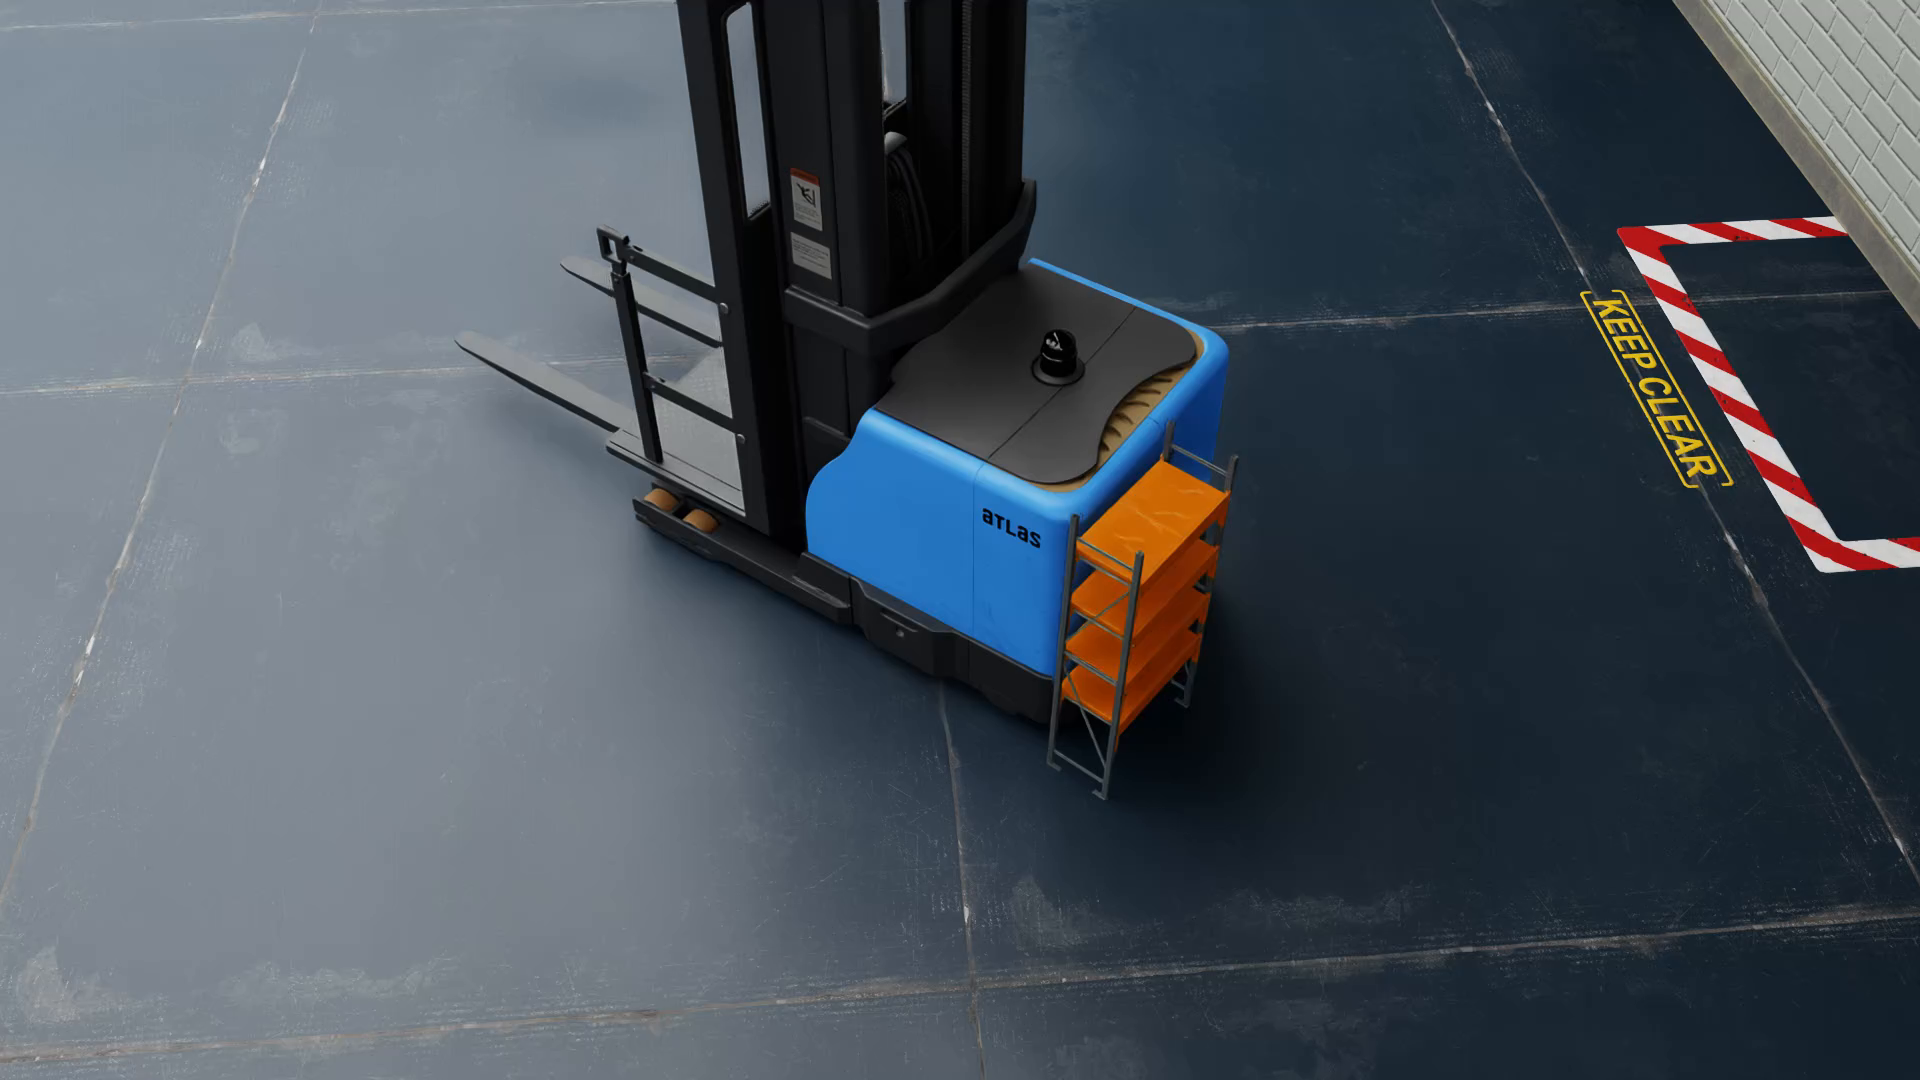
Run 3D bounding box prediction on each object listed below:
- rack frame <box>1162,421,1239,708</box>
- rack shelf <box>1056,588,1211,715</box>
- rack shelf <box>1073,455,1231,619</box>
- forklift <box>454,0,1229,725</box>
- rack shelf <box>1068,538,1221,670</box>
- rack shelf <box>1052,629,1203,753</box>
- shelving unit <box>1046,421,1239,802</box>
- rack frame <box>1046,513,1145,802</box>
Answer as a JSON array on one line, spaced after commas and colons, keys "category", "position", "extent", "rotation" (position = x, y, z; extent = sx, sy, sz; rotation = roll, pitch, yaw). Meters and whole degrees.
[{"category": "rack frame", "position": [0.700, 0.112, 5.313], "extent": [0.240, 1.200, 0.015], "rotation": [31, 54, 24]}, {"category": "rack shelf", "position": [0.547, 0.296, 5.231], "extent": [0.258, 0.148, 0.480], "rotation": [31, 54, 24]}, {"category": "rack shelf", "position": [0.556, -0.015, 4.892], "extent": [0.258, 0.148, 0.480], "rotation": [31, 54, 24]}, {"category": "forklift", "position": [-0.611, -1.246, 5.411], "extent": [3.031, 2.935, 1.130], "rotation": [27, 52, 23]}, {"category": "rack shelf", "position": [0.552, 0.145, 5.066], "extent": [0.258, 0.148, 0.480], "rotation": [31, 54, 24]}, {"category": "rack shelf", "position": [0.544, 0.431, 5.377], "extent": [0.258, 0.148, 0.480], "rotation": [31, 54, 24]}, {"category": "shelving unit", "position": [0.549, 0.251, 5.181], "extent": [0.258, 1.200, 0.503], "rotation": [31, 54, 24]}, {"category": "rack frame", "position": [0.397, 0.390, 5.050], "extent": [0.240, 1.200, 0.015], "rotation": [31, 54, 24]}]
